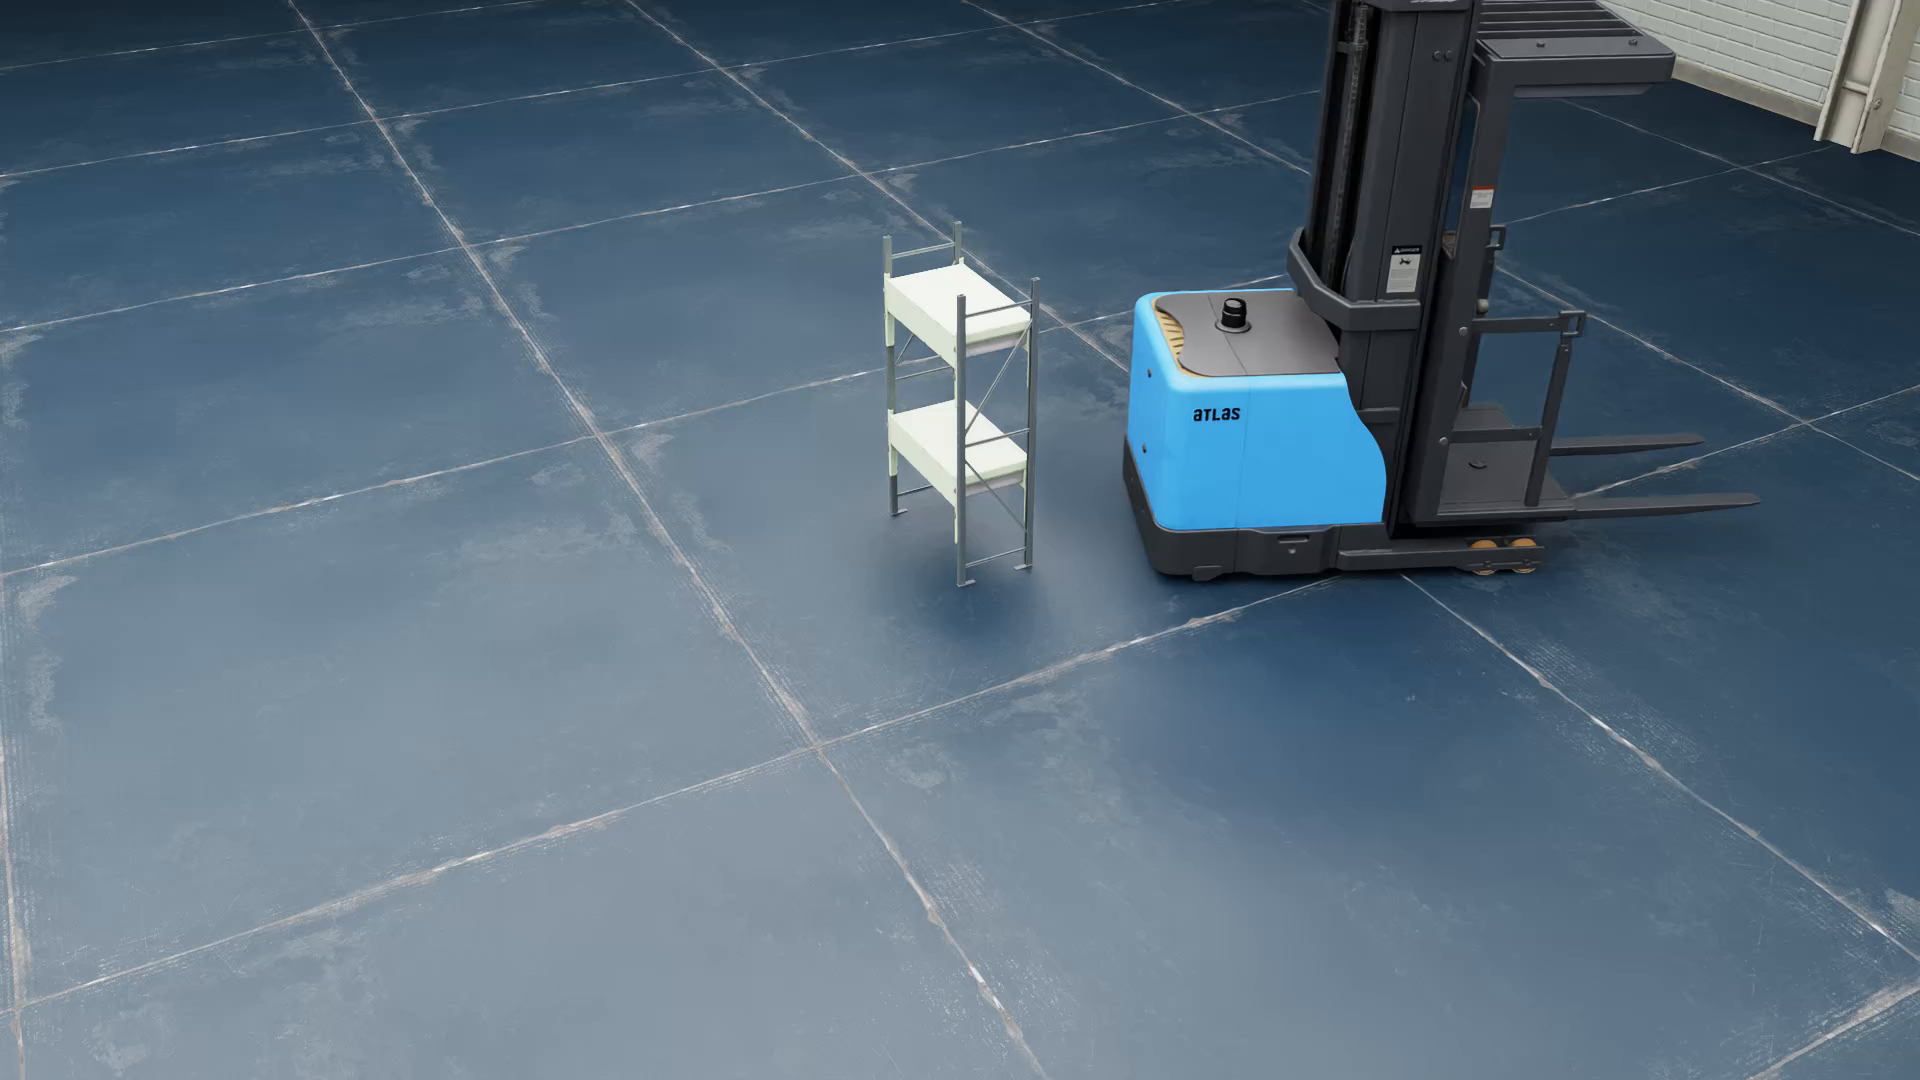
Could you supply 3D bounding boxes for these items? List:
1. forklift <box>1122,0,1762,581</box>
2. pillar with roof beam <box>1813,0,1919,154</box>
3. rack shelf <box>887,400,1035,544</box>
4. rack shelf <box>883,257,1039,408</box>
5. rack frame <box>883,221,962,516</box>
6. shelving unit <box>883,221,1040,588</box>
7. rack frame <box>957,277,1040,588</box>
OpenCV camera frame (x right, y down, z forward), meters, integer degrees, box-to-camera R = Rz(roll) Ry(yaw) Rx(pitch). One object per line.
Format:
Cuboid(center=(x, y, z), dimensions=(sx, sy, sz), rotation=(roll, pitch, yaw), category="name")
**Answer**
Cuboid(center=(2.388, -1.349, 7.639), dimensions=(3.031, 2.935, 1.130), rotation=(-2, 33, -4), category="forklift")
Cuboid(center=(3.206, -5.842, 9.027), dimensions=(9.100, 9.000, 0.400), rotation=(-16, 36, -23), category="pillar with roof beam")
Cuboid(center=(-0.003, -0.360, 8.026), dimensions=(0.431, 0.370, 0.720), rotation=(-16, 36, -23), category="rack shelf")
Cuboid(center=(-0.003, -0.963, 7.640), dimensions=(0.431, 0.370, 0.720), rotation=(-16, 36, -23), category="rack shelf")
Cuboid(center=(-0.174, -0.809, 8.123), dimensions=(0.400, 1.500, 0.023), rotation=(-16, 36, -23), category="rack frame")
Cuboid(center=(-0.003, -0.635, 7.850), dimensions=(0.431, 1.500, 0.755), rotation=(-16, 36, -23), category="shelving unit")
Cuboid(center=(0.168, -0.460, 7.578), dimensions=(0.400, 1.500, 0.023), rotation=(-16, 36, -23), category="rack frame")
